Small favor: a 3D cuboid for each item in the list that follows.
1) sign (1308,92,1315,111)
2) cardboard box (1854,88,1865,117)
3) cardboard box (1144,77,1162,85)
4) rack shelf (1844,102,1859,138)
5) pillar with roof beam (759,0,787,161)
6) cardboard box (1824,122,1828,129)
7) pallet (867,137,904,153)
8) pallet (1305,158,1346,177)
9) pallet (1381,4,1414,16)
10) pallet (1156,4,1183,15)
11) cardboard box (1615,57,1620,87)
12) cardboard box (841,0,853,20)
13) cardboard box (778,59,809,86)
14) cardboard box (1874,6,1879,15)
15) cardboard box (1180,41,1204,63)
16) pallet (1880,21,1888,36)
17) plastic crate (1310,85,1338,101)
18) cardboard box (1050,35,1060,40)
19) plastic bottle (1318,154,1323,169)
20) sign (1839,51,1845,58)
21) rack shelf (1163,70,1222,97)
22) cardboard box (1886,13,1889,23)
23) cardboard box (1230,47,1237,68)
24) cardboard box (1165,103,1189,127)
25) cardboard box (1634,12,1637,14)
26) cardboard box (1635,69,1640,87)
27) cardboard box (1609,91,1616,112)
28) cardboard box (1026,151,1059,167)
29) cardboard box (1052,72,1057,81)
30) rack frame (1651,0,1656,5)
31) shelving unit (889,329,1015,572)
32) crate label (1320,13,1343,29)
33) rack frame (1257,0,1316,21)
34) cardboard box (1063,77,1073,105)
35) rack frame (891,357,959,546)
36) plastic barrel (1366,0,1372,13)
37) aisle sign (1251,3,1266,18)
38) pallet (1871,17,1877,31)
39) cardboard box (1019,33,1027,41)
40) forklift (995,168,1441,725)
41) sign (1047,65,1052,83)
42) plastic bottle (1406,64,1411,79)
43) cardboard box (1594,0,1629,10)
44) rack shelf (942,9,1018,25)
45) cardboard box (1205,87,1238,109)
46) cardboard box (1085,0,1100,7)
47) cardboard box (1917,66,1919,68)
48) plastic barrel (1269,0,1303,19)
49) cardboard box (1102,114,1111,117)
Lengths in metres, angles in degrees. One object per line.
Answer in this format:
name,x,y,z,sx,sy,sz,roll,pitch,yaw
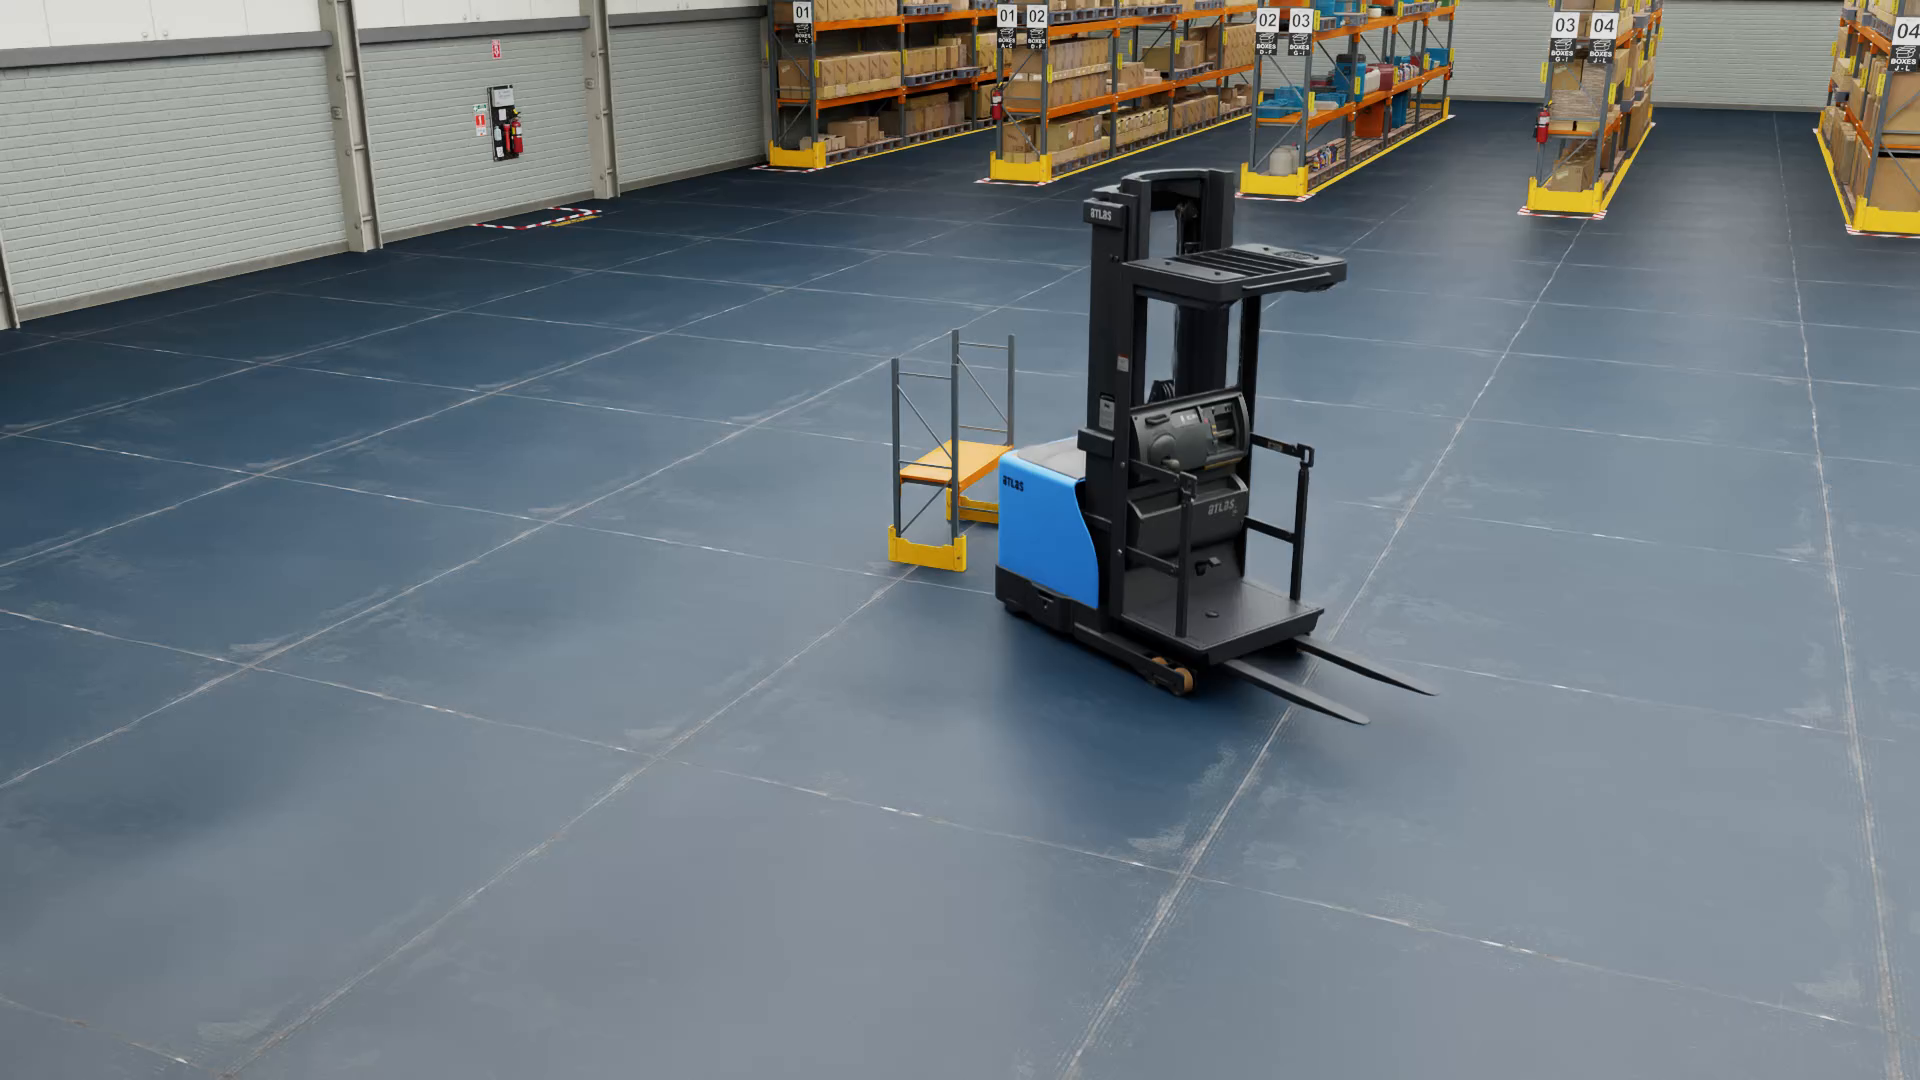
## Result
sign,6.192,-7.728,29.309,0.100,0.325,0.005,9,21,23
cardboard box,16.509,-7.904,30.068,0.500,0.500,0.500,8,21,22
cardboard box,4.334,-10.370,37.525,0.380,0.149,0.250,9,21,23
rack shelf,17.151,-7.779,30.938,1.077,0.370,4.000,9,21,23
pillar with roof beam,0.078,-11.602,31.663,9.100,9.000,0.400,9,21,23
cardboard box,20.407,-9.682,38.844,0.380,0.149,0.250,9,21,23
pallet,-1.951,-8.733,36.709,1.003,0.211,1.213,9,21,23
pallet,7.017,-7.384,32.916,1.003,0.211,1.213,9,21,23
pallet,9.370,-11.665,36.597,1.003,0.211,1.213,9,21,23
pallet,4.254,-11.905,37.274,1.213,0.211,1.003,10,22,25
cardboard box,10.895,-7.936,28.221,0.500,0.500,0.500,9,21,23
cardboard box,-2.520,-10.890,33.958,0.500,0.500,0.500,10,22,25
cardboard box,-3.348,-9.499,33.777,0.500,0.500,0.500,8,21,22
cardboard box,16.637,-9.501,29.680,0.500,0.250,0.500,8,21,22
cardboard box,5.690,-12.154,41.393,0.700,0.500,0.500,2,20,4
pallet,15.486,-8.257,26.867,1.003,0.211,1.213,9,21,23
plastic crate,6.999,-8.725,32.619,0.767,0.338,0.504,9,21,23
cardboard box,2.108,-13.229,44.744,0.980,0.700,0.700,8,21,21
plastic bottle,6.859,-7.212,31.688,0.097,0.271,0.097,0,20,0
sign,19.110,-10.432,36.033,0.100,0.325,0.005,9,21,23
rack shelf,5.269,-11.073,40.202,1.077,0.370,4.000,9,21,23
cardboard box,14.938,-8.283,26.404,0.380,0.149,0.250,8,21,22
cardboard box,6.752,-12.346,42.558,0.500,0.500,0.500,9,21,24
cardboard box,5.107,-10.091,39.441,0.500,0.500,0.500,8,21,21
cardboard box,12.516,-10.296,31.685,0.797,0.503,0.637,10,22,25
cardboard box,13.934,-9.599,34.833,0.500,0.500,0.500,9,22,24
cardboard box,11.258,-7.961,29.785,0.875,0.500,0.500,9,21,23
cardboard box,1.597,-7.391,32.252,0.500,0.250,0.500,9,21,23
cardboard box,1.637,-8.879,31.843,0.380,0.149,0.250,8,21,21
rack frame,15.124,-13.490,36.970,1.000,3.000,0.127,9,21,23
shelving unit,-0.031,-0.683,12.152,0.587,1.500,1.083,9,21,23
crate label,6.760,-9.545,30.575,0.502,0.251,0.408,9,21,23
rack frame,5.692,-10.501,28.566,1.000,3.000,0.127,9,21,23
cardboard box,1.796,-8.855,32.743,0.700,0.500,0.500,9,21,23
rack frame,-0.243,-0.525,11.707,0.500,1.500,0.032,9,21,23
plastic barrel,8.433,-11.548,35.239,0.600,0.901,0.600,0,20,0
aisle sign,8.034,-14.450,44.744,0.394,0.787,0.004,9,21,23
pallet,16.662,-9.116,29.435,0.805,0.209,1.217,8,21,21
cardboard box,1.391,-12.919,42.577,0.500,0.250,0.500,9,21,24
forklift,1.531,-0.644,9.904,1.130,2.935,3.031,-14,24,-35
sign,1.678,-8.722,31.108,0.100,0.325,0.005,9,21,23
plastic bottle,10.452,-10.937,38.820,0.144,0.351,0.185,9,21,23
cardboard box,11.065,-9.248,28.180,0.500,0.500,0.500,8,21,22
rack shelf,0.748,-13.165,41.608,1.077,0.370,4.000,9,21,23
cardboard box,6.853,-11.630,43.762,0.797,0.503,0.637,9,21,23
cardboard box,2.568,-10.731,33.228,0.380,0.149,0.250,9,21,23
cardboard box,15.376,-7.304,26.695,0.875,0.550,0.550,9,21,23
plastic barrel,5.775,-9.654,29.393,0.600,0.830,0.708,9,21,23
cardboard box,3.130,-9.220,36.557,0.500,0.311,0.500,8,21,23
